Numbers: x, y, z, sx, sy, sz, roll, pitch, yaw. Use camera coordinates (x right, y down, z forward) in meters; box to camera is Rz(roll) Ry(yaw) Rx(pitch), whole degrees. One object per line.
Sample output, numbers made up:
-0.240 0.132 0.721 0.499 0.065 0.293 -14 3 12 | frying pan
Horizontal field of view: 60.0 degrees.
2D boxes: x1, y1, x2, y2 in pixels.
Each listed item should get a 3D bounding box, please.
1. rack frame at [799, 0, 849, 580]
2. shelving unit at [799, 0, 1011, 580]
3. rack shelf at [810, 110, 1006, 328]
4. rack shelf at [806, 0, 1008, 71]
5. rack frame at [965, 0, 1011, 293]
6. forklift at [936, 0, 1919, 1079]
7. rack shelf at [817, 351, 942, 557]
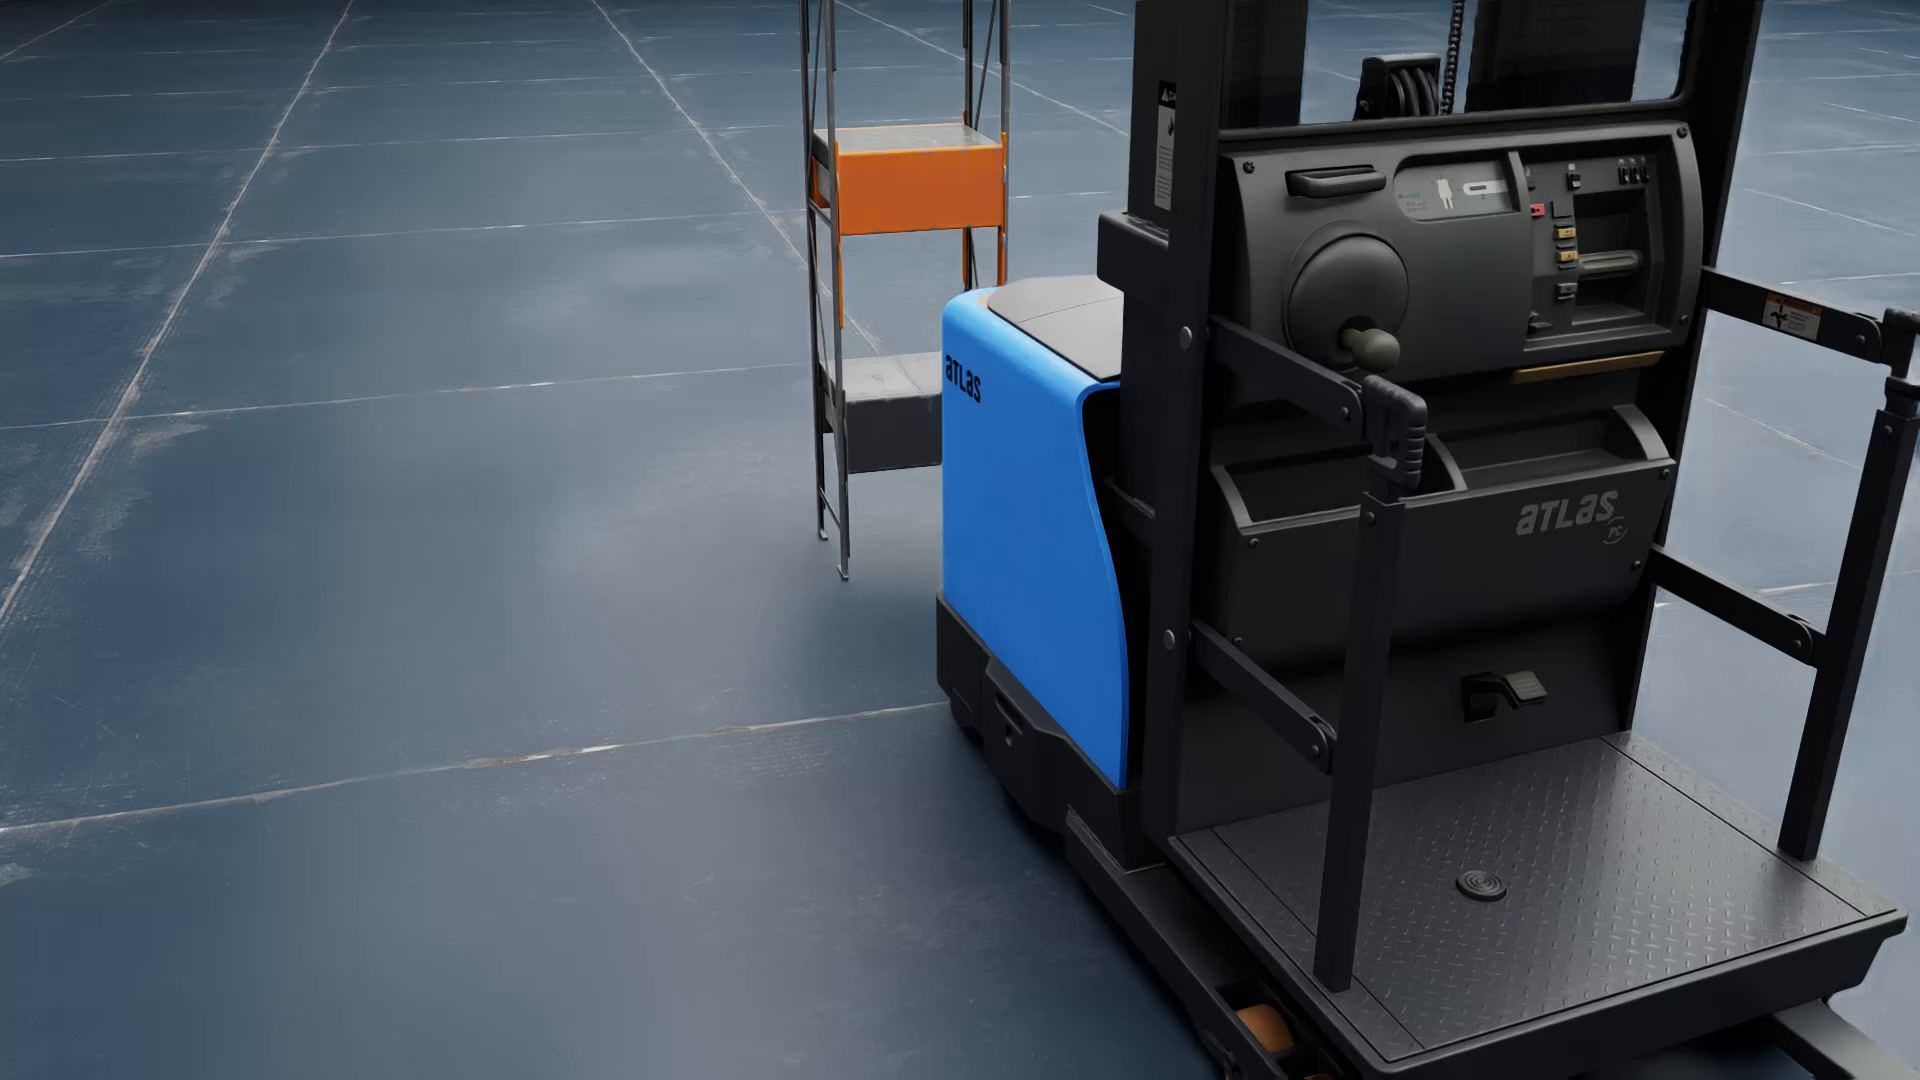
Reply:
-0.394 -0.921 4.734 0.015 2.100 0.400 -6 24 -14 | rack frame
-0.159 -0.947 4.795 0.503 2.100 0.431 -6 24 -14 | shelving unit
-0.159 -0.935 4.800 0.480 0.518 0.431 -6 24 -14 | rack shelf
-0.159 -1.578 4.524 0.480 0.518 0.431 -6 24 -14 | rack shelf
0.076 -0.973 4.855 0.015 2.100 0.400 -6 24 -14 | rack frame
0.958 -0.473 2.636 1.130 2.935 3.031 -9 25 -20 | forklift
-0.159 -0.291 5.076 0.480 0.518 0.431 -6 24 -14 | rack shelf
